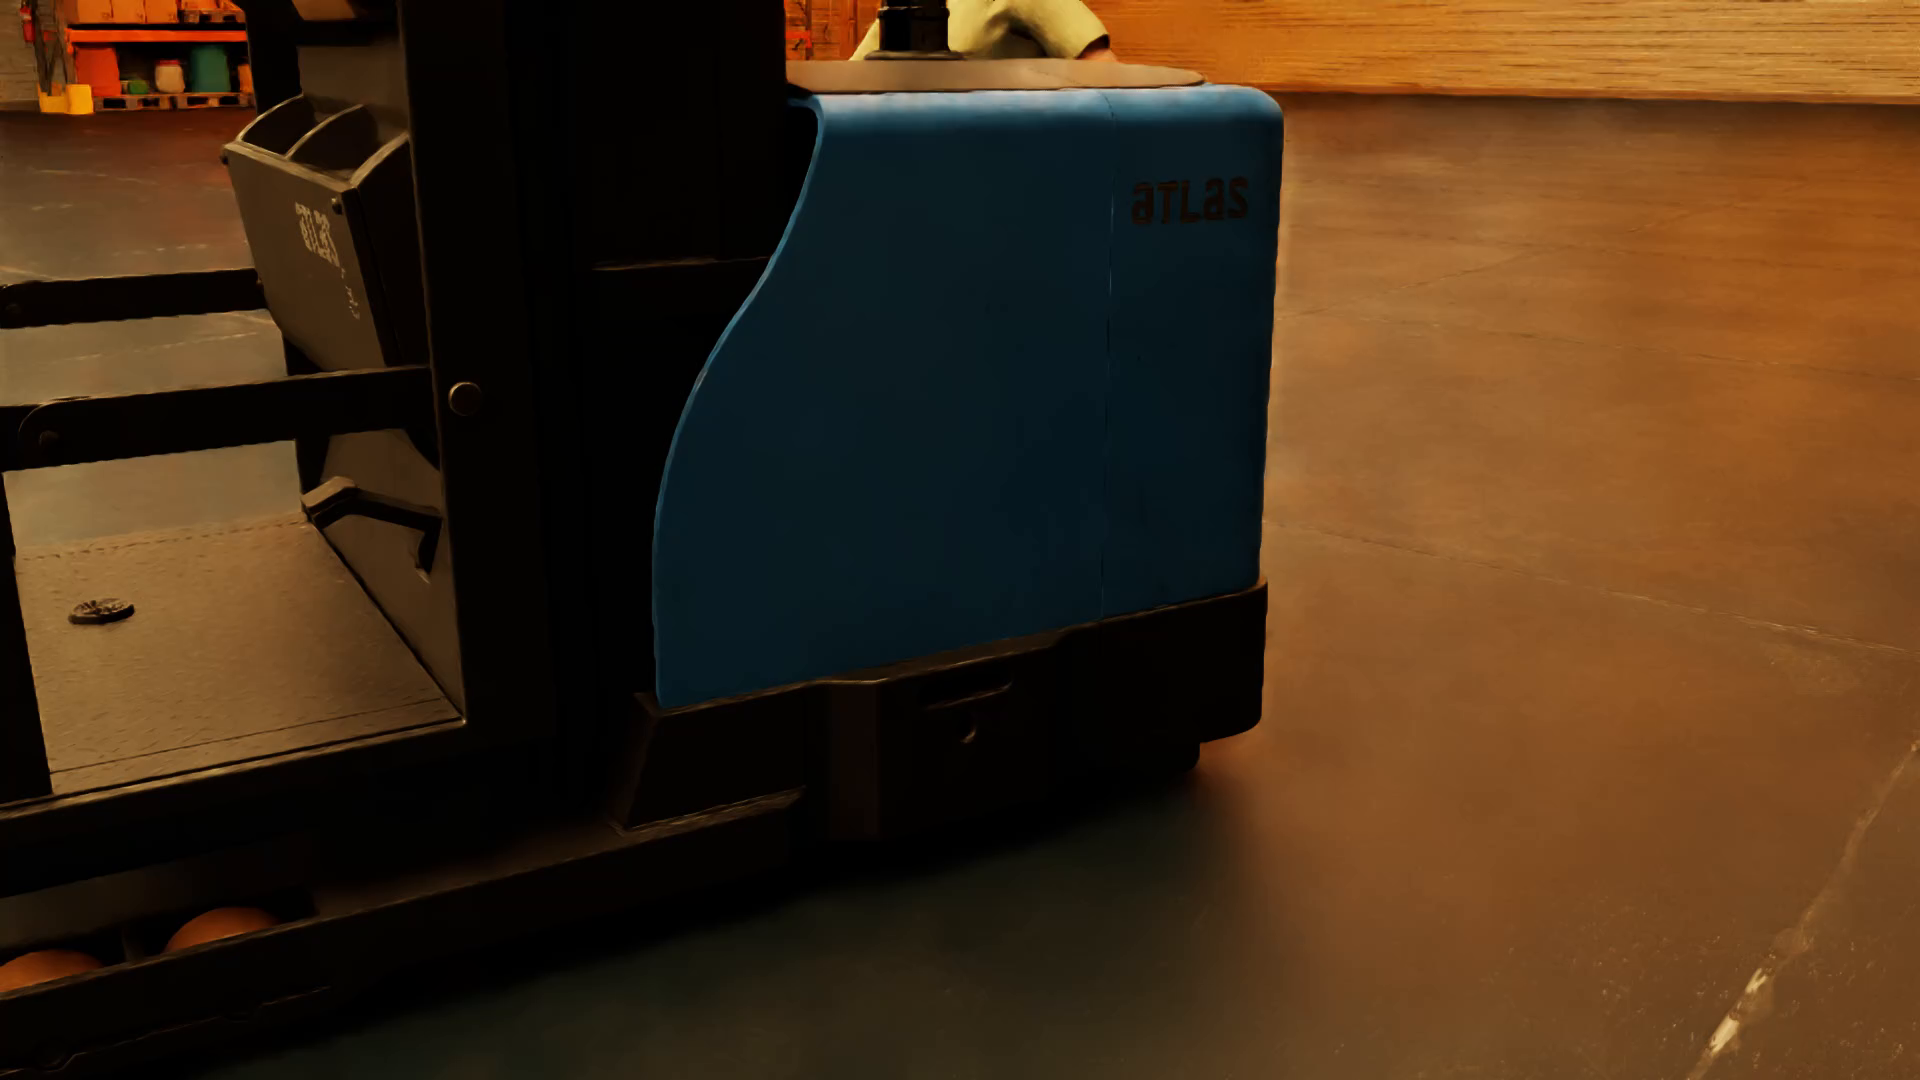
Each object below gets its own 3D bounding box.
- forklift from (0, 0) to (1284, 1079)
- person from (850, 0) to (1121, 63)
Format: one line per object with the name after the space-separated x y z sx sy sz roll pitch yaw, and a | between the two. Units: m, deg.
-1.035 -0.945 2.011 3.031 2.935 1.130 -10 19 -29 | forklift
-0.047 -0.601 3.256 0.761 1.548 0.593 16 23 42 | person
